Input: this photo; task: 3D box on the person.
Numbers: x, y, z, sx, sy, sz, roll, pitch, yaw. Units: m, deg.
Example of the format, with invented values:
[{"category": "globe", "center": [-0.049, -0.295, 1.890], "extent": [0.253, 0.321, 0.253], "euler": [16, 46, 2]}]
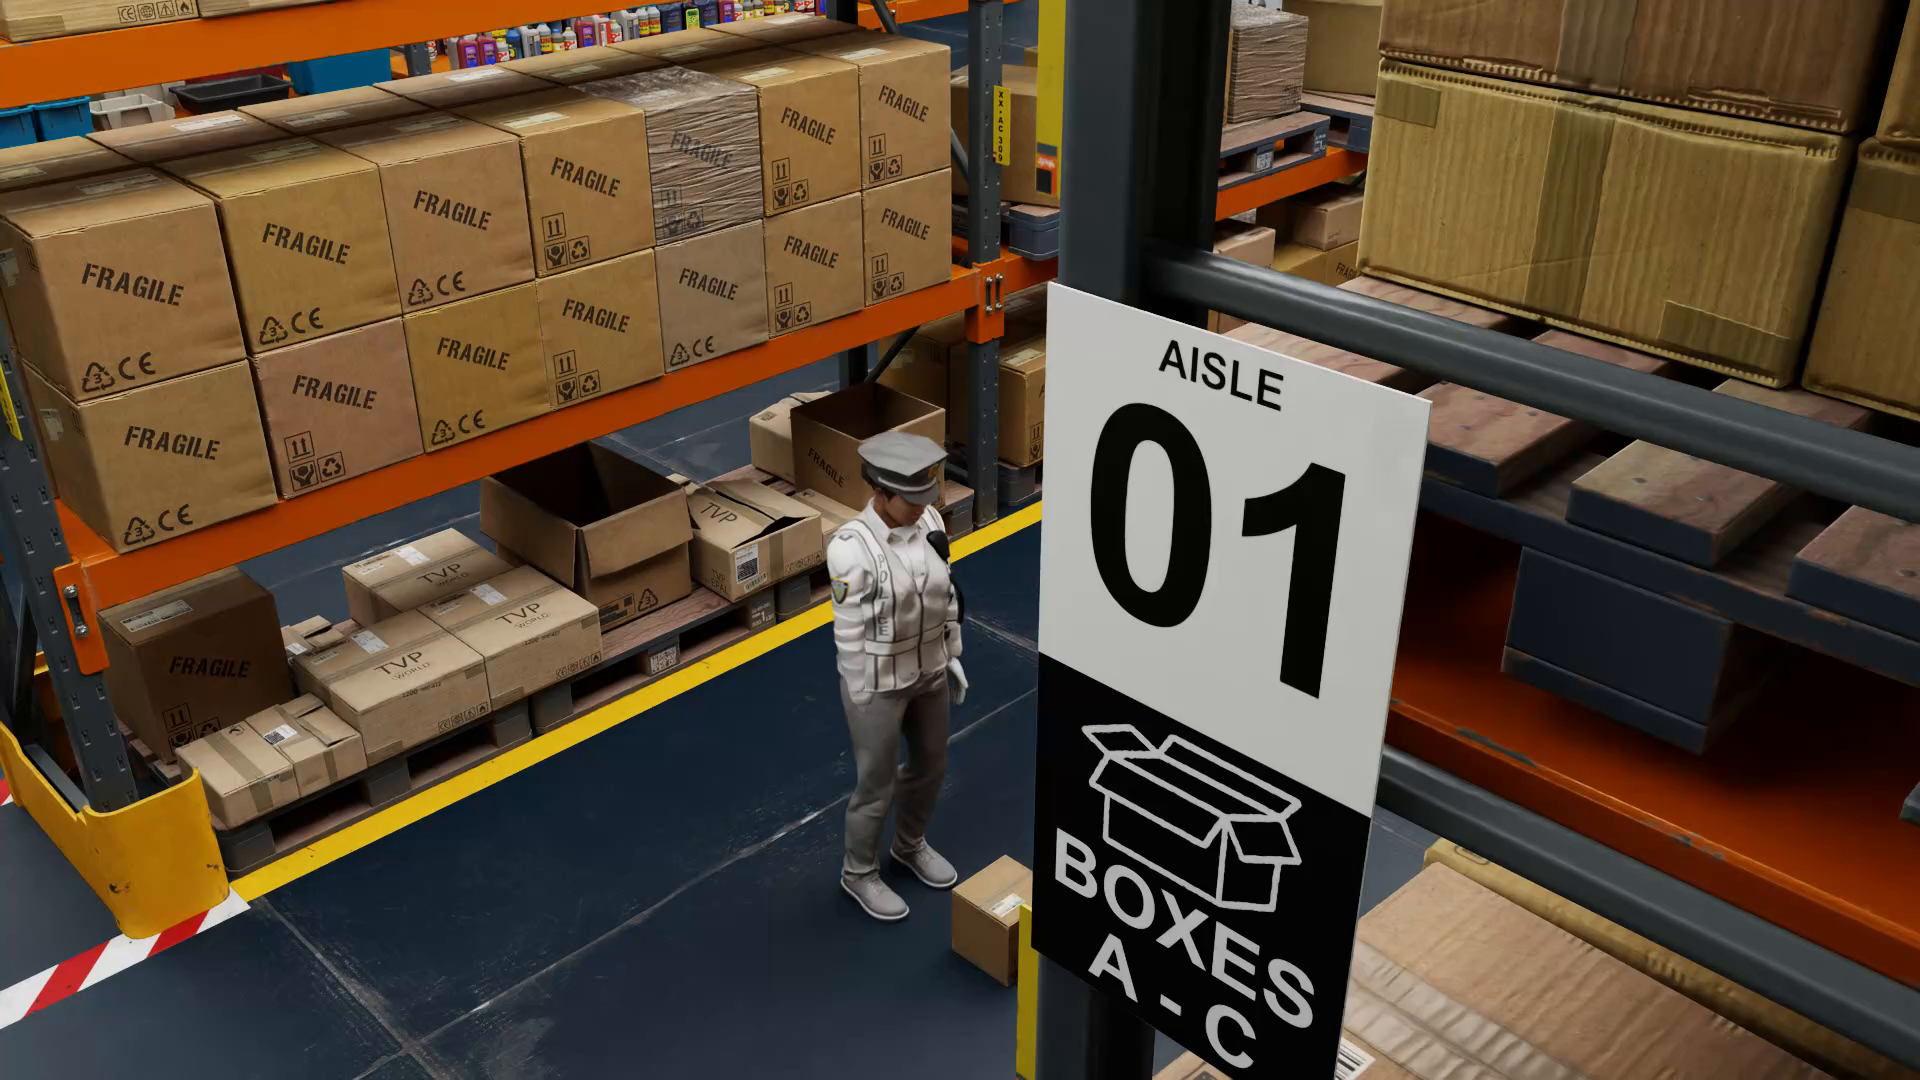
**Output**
[{"category": "person", "center": [-0.188, 0.438, 5.305], "extent": [0.473, 1.662, 0.327], "euler": [-25, 37, -38]}]
